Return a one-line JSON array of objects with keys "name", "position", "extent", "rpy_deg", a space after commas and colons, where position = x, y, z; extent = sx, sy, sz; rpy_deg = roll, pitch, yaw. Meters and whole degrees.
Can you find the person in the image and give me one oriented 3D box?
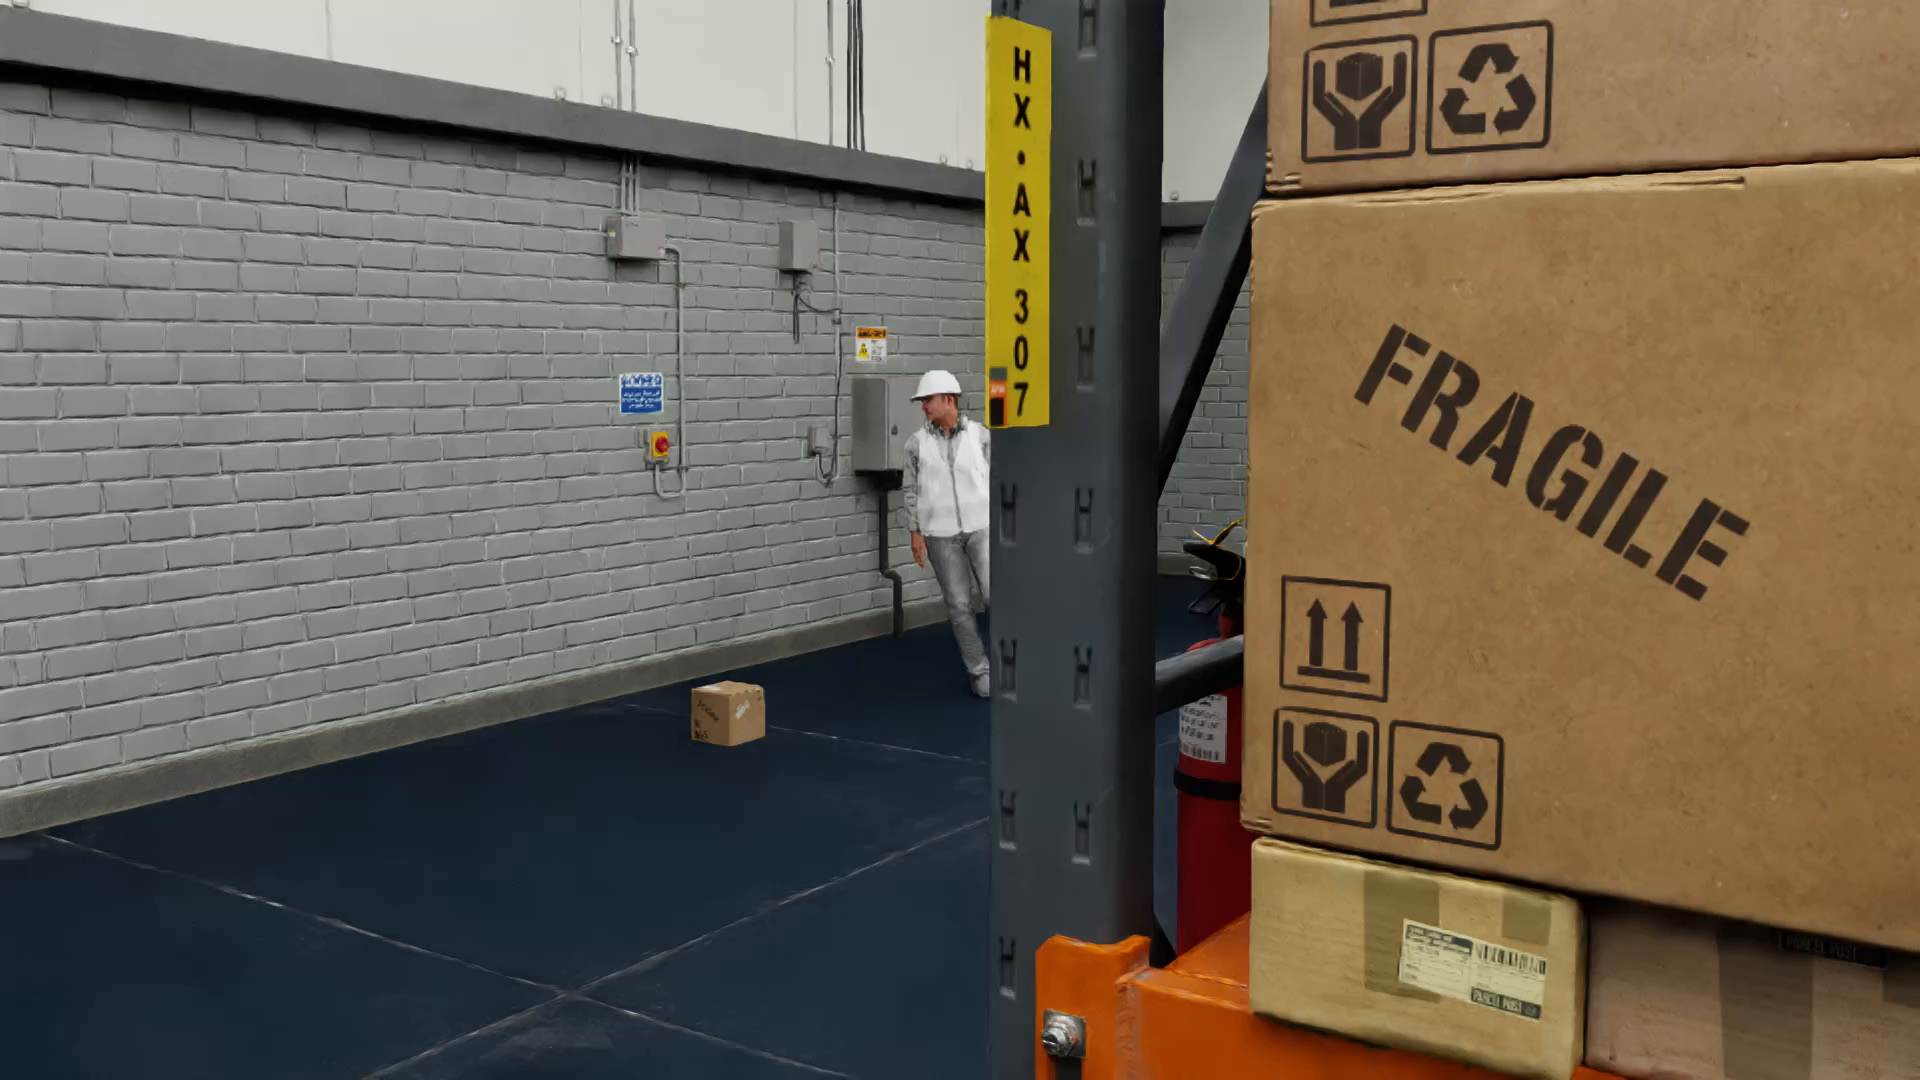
[{"name": "person", "position": [0.030, -0.036, 8.995], "extent": [0.687, 1.759, 0.476], "rpy_deg": [0, 6, -2]}]
